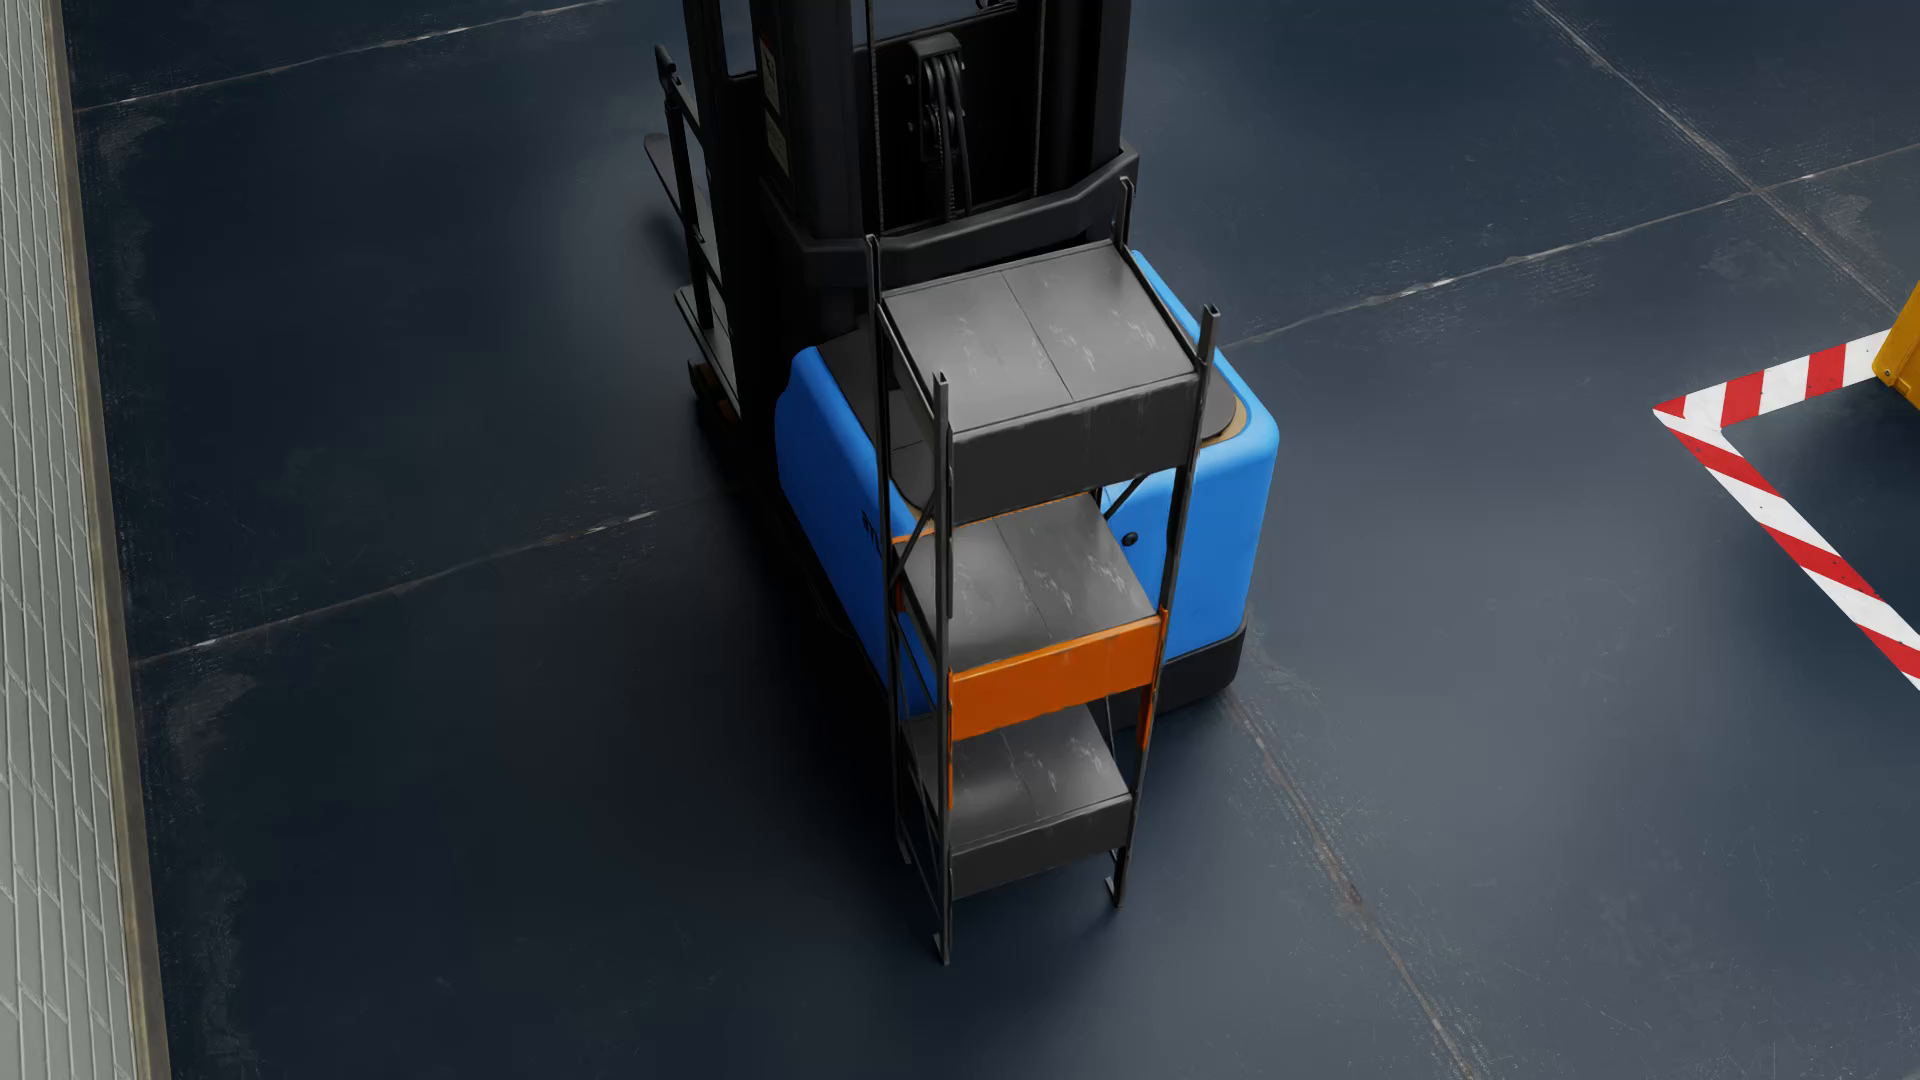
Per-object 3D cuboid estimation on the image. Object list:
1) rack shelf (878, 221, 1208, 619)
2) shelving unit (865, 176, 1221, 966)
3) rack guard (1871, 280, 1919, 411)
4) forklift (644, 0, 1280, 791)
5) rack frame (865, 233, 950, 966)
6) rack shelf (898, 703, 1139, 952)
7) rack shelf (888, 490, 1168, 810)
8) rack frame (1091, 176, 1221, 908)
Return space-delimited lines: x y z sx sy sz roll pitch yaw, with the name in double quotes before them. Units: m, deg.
"rack shelf" 0.135 -0.225 3.151 0.480 0.518 0.431 -15 52 -13
"shelving unit" 0.132 0.217 3.676 0.503 2.100 0.431 -15 52 -13
"rack guard" 3.517 -0.415 5.277 0.348 0.500 1.175 -17 52 -14
"forklift" -0.259 -1.390 4.512 1.130 2.935 3.031 -19 52 -16
"rack frame" -0.097 0.280 3.622 0.015 2.100 0.400 -15 52 -13
"rack shelf" 0.130 0.677 4.222 0.480 0.518 0.431 -15 52 -13
"rack shelf" 0.132 0.226 3.686 0.480 0.518 0.431 -15 52 -13
"rack frame" 0.362 0.155 3.730 0.015 2.100 0.400 -15 52 -13
